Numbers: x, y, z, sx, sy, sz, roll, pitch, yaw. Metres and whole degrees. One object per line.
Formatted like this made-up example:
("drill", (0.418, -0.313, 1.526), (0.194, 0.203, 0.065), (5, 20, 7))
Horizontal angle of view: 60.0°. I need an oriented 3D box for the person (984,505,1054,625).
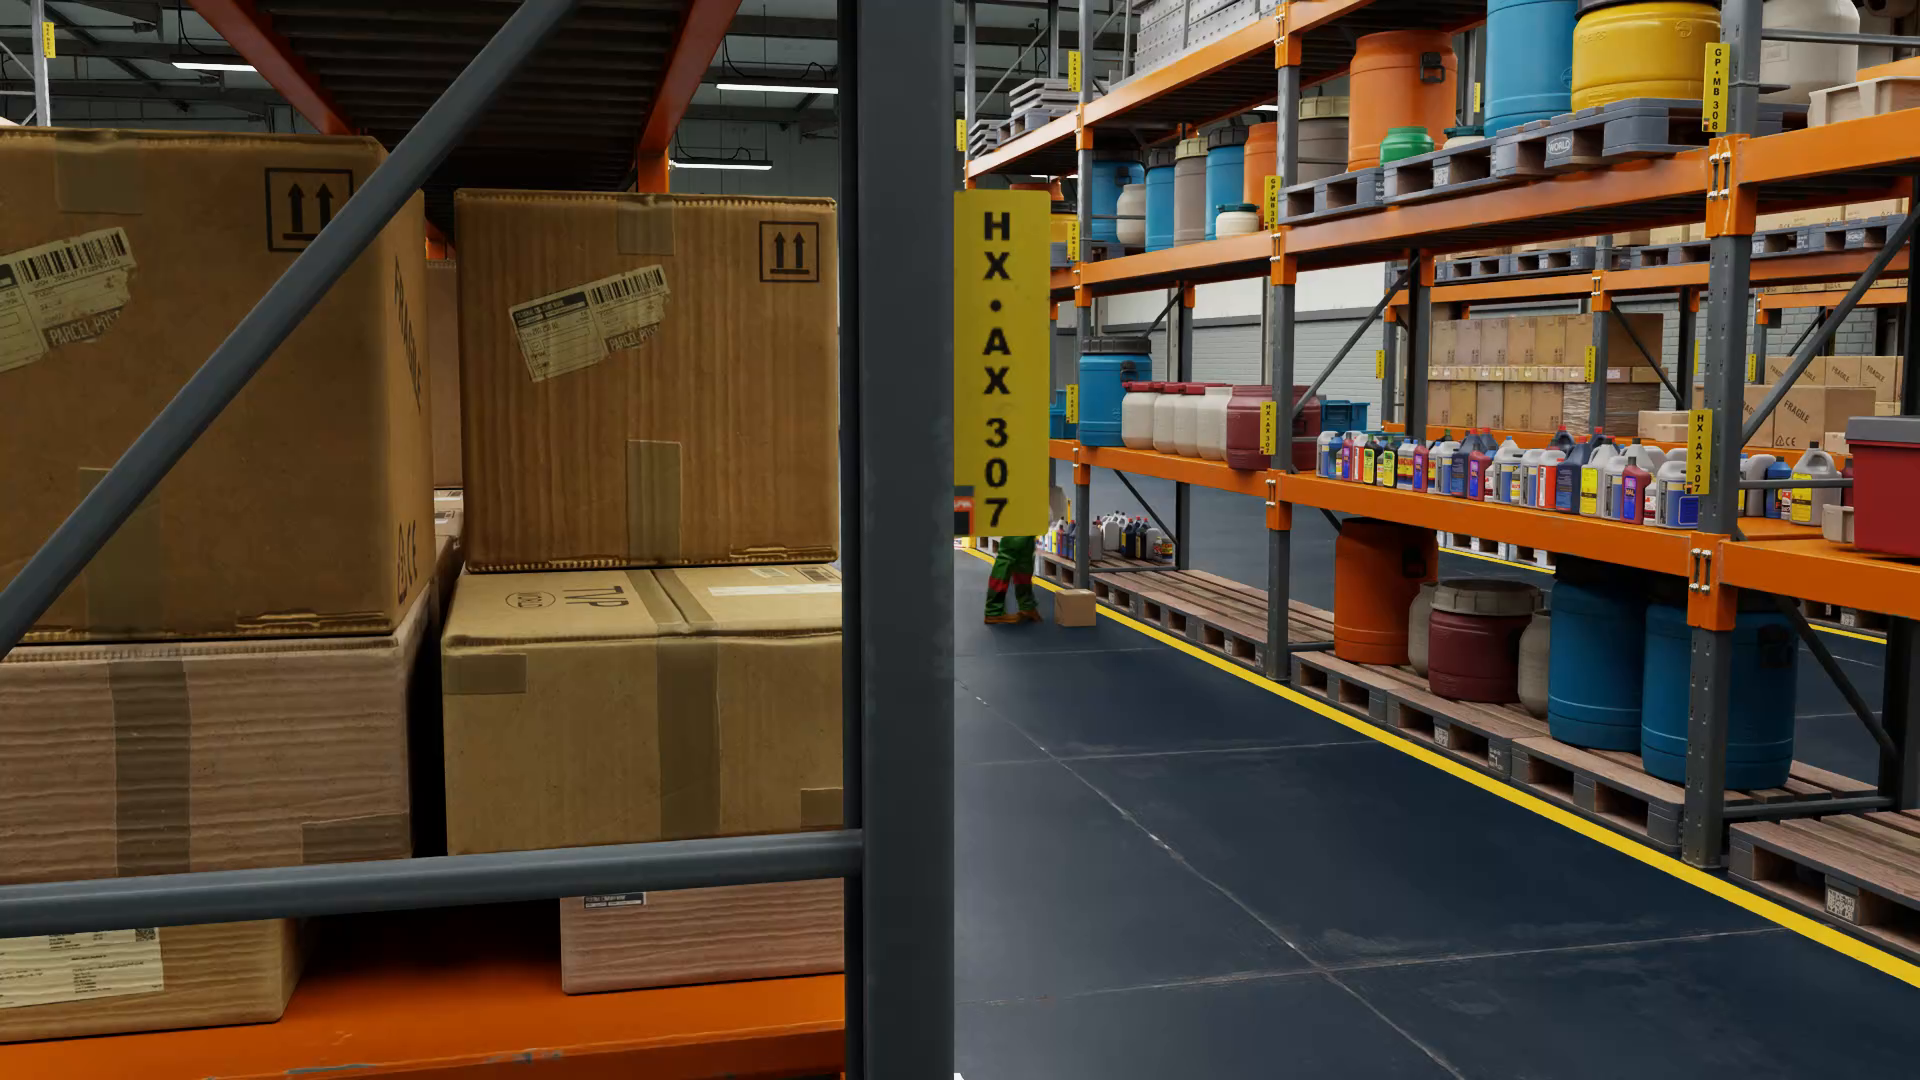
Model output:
("person", (0.473, -0.223, 12.528), (0.613, 1.846, 0.596), (-3, 7, -24))
